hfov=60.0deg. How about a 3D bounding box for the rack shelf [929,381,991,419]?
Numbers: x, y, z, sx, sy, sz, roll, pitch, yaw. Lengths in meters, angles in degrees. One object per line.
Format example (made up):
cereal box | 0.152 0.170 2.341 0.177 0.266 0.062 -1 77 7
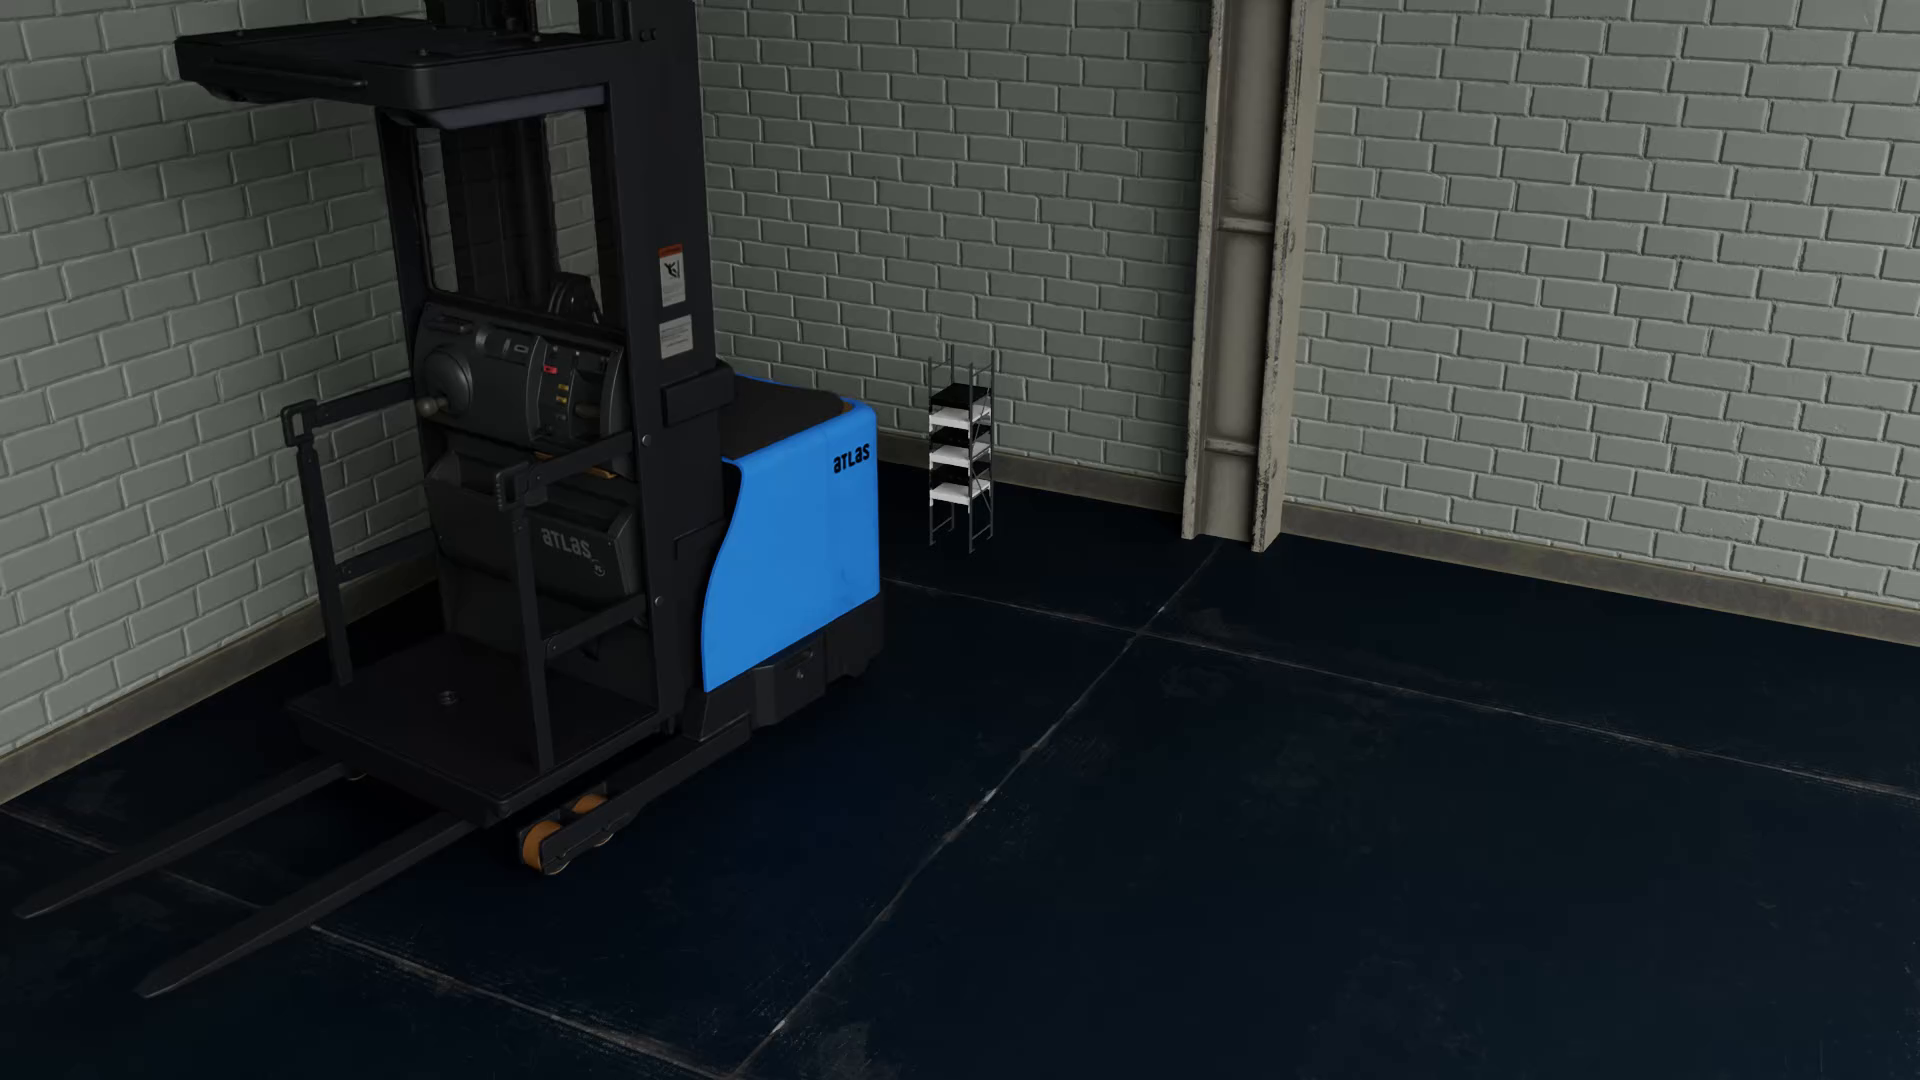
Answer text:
rack shelf | 0.007 -0.630 7.478 0.200 0.077 0.258 11 25 25

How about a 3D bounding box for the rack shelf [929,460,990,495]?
rack shelf | 0.007 -0.299 7.619 0.200 0.077 0.258 11 25 25

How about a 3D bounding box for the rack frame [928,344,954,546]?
rack frame | -0.083 -0.431 7.613 0.006 0.900 0.240 11 25 25

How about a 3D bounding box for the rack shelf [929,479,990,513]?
rack shelf | 0.007 -0.216 7.654 0.200 0.077 0.258 11 25 25

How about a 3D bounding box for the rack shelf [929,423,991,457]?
rack shelf | 0.007 -0.465 7.548 0.200 0.077 0.258 11 25 25

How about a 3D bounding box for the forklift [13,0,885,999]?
forklift | -1.548 -0.504 5.191 1.130 2.935 3.031 15 27 32

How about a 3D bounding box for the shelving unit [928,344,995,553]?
shelving unit | 0.007 -0.413 7.571 0.210 0.900 0.258 11 25 25

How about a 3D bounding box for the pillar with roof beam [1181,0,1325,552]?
pillar with roof beam | -0.666 -2.668 2.526 0.400 9.000 9.100 11 25 25

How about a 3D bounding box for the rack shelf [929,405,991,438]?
rack shelf | 0.007 -0.548 7.513 0.200 0.077 0.258 11 25 25

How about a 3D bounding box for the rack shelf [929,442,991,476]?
rack shelf | 0.007 -0.382 7.584 0.200 0.077 0.258 11 25 25

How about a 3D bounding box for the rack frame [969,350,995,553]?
rack frame | 0.098 -0.395 7.528 0.006 0.900 0.240 11 25 25
